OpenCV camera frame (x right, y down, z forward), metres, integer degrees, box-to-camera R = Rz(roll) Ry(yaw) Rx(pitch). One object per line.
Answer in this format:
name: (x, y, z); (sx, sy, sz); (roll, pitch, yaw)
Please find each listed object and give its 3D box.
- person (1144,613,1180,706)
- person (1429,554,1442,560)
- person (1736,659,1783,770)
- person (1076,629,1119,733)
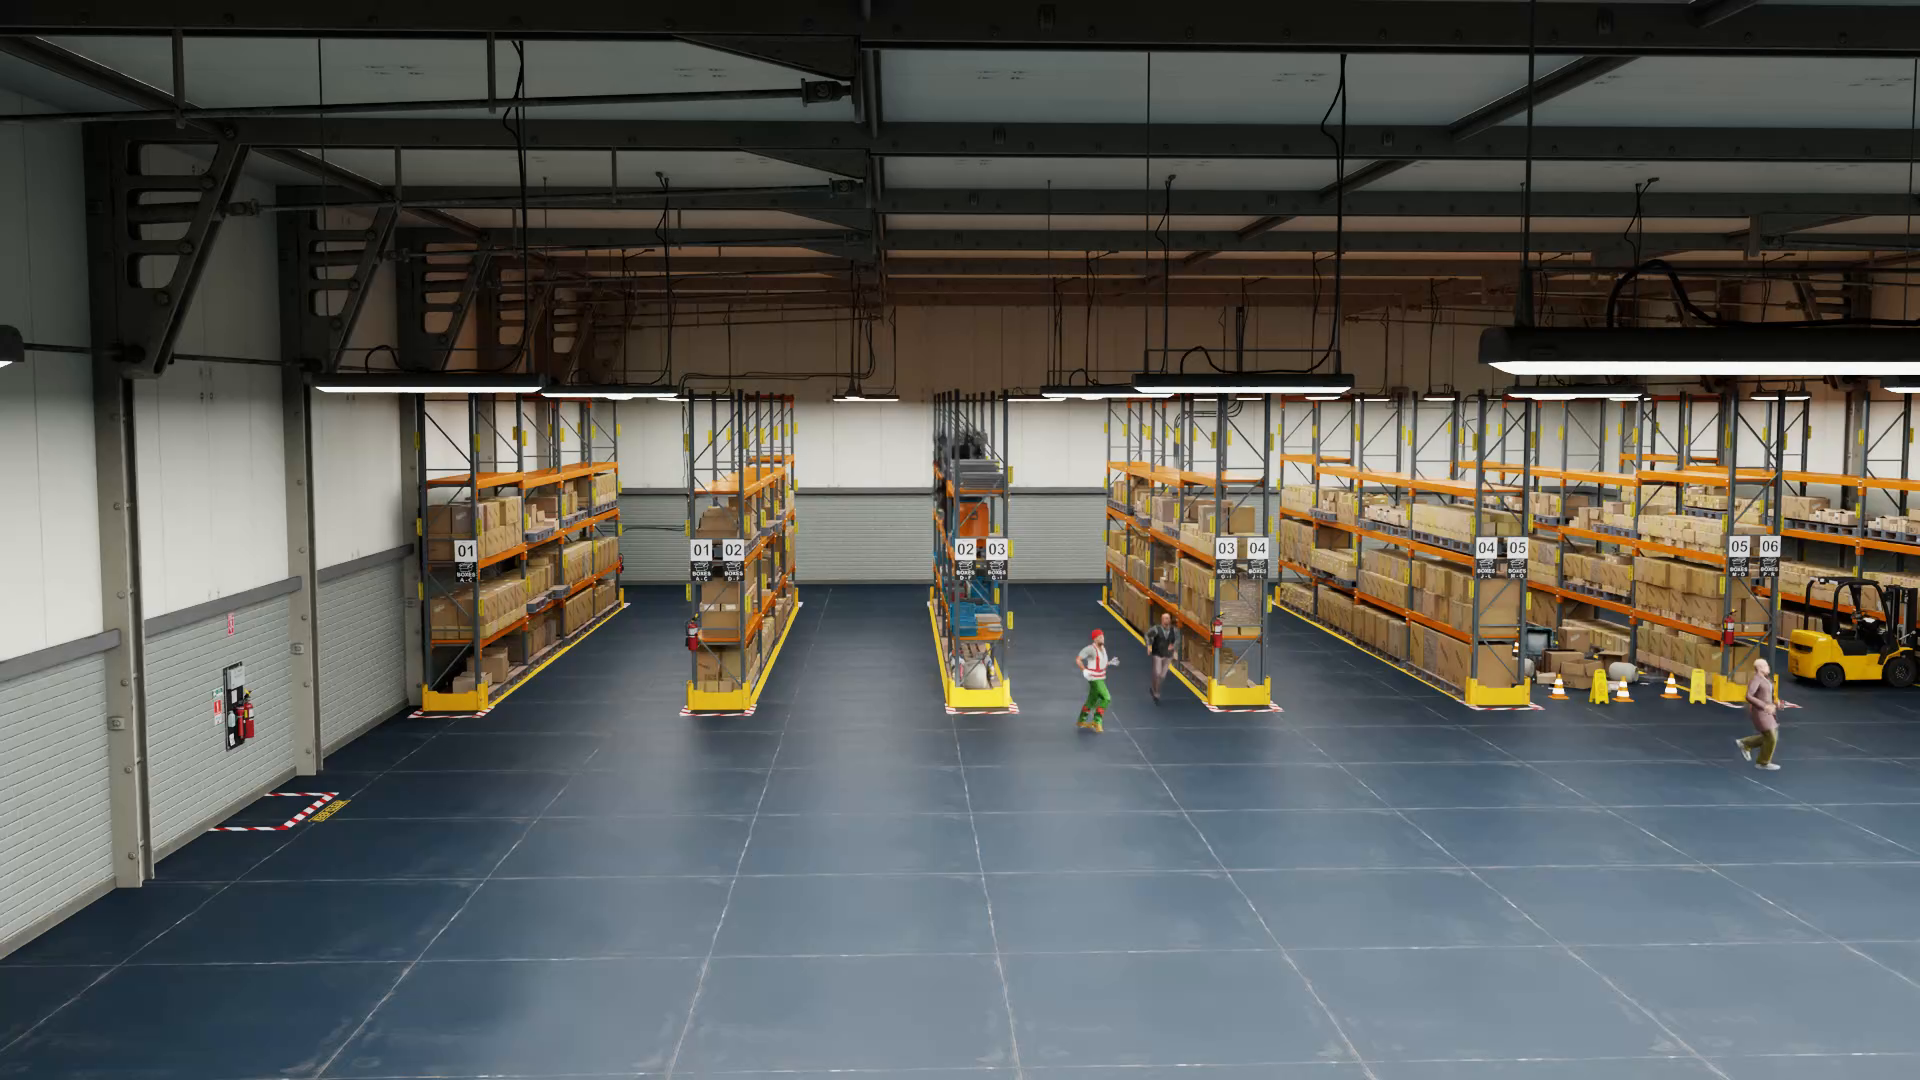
person: (3.903, 2.274, 32.010); (0.678, 1.739, 0.885); (-1, 5, -12)
person: (14.158, 0.850, 49.360); (0.647, 1.762, 0.740); (1, 5, 13)
person: (12.557, 2.727, 26.131); (0.694, 1.727, 0.710); (4, 6, 42)
person: (2.410, 2.472, 29.144); (0.748, 1.835, 0.616); (2, 5, 27)
